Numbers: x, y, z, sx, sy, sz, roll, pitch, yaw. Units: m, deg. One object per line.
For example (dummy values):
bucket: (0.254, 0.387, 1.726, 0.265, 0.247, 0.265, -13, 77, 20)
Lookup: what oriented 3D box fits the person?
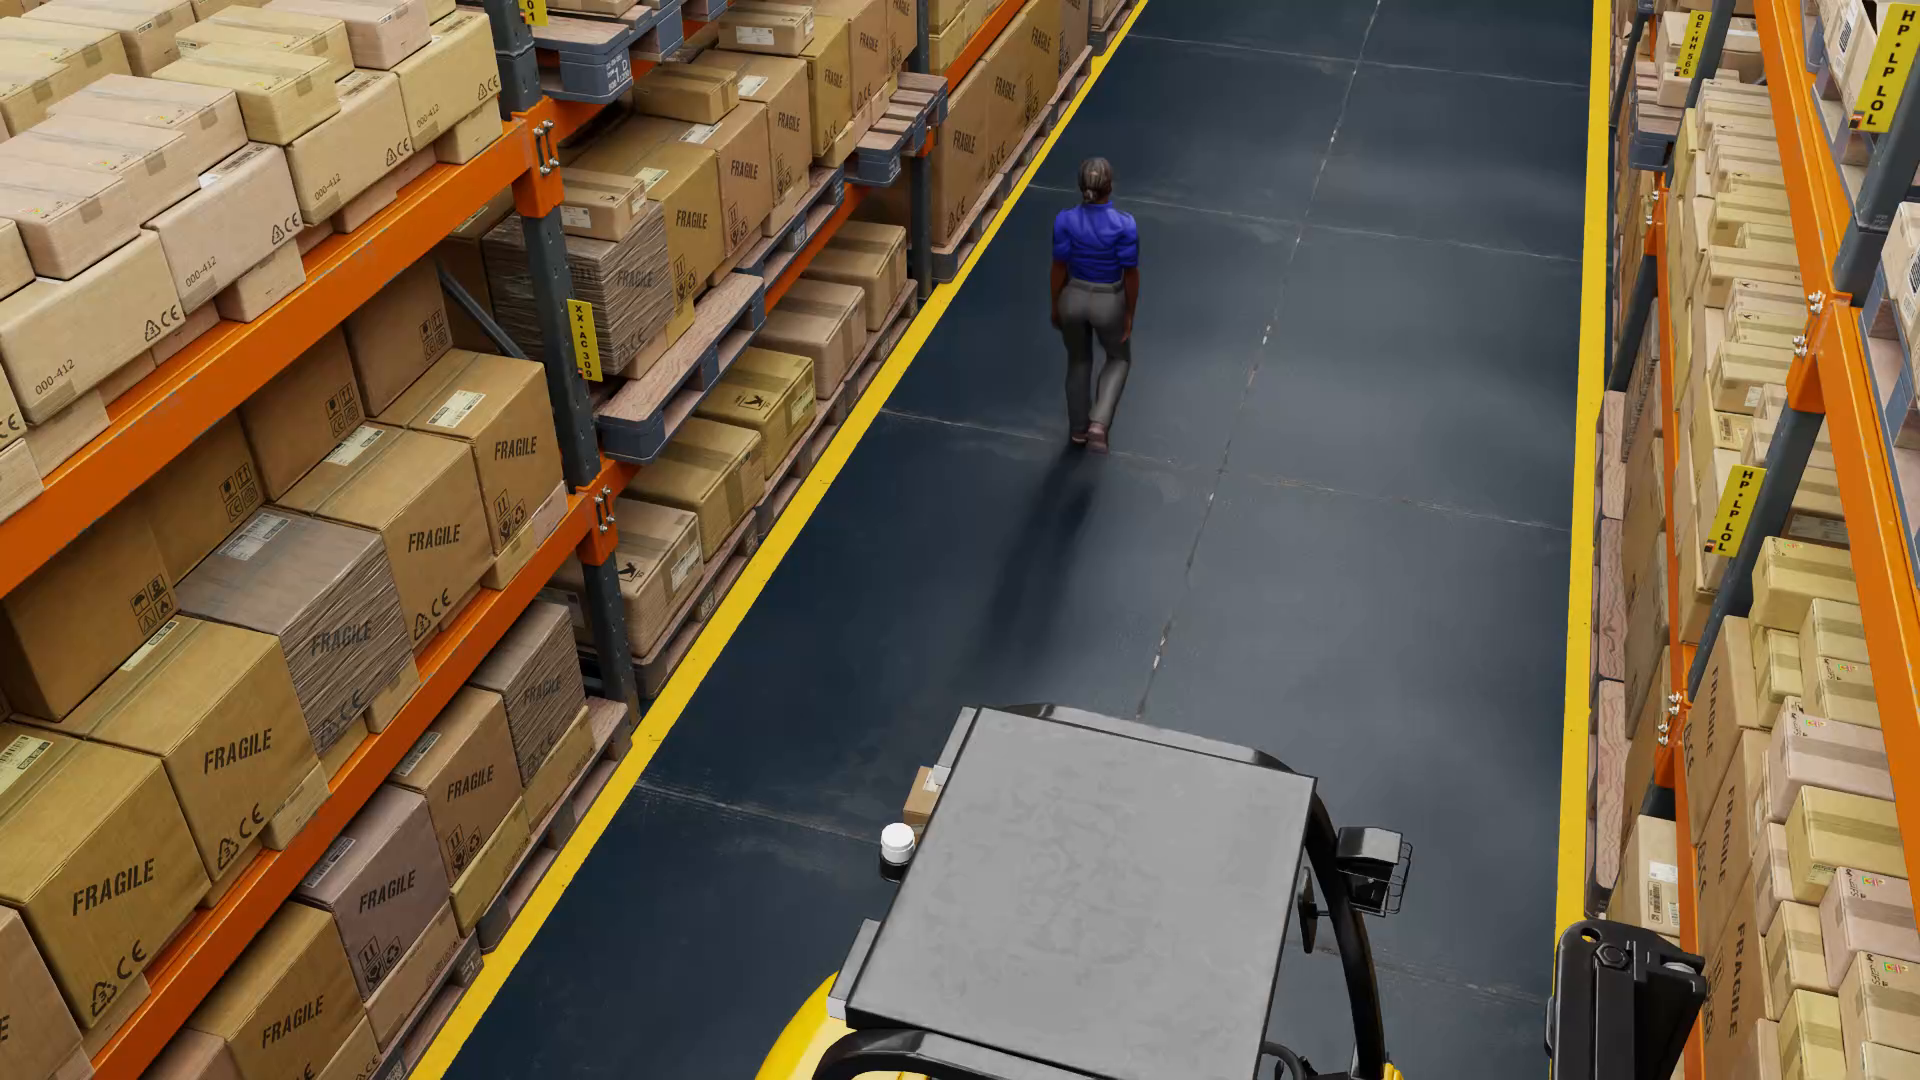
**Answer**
person: (0.671, -1.158, 8.385, 0.447, 1.641, 0.569, 8, 38, 10)
